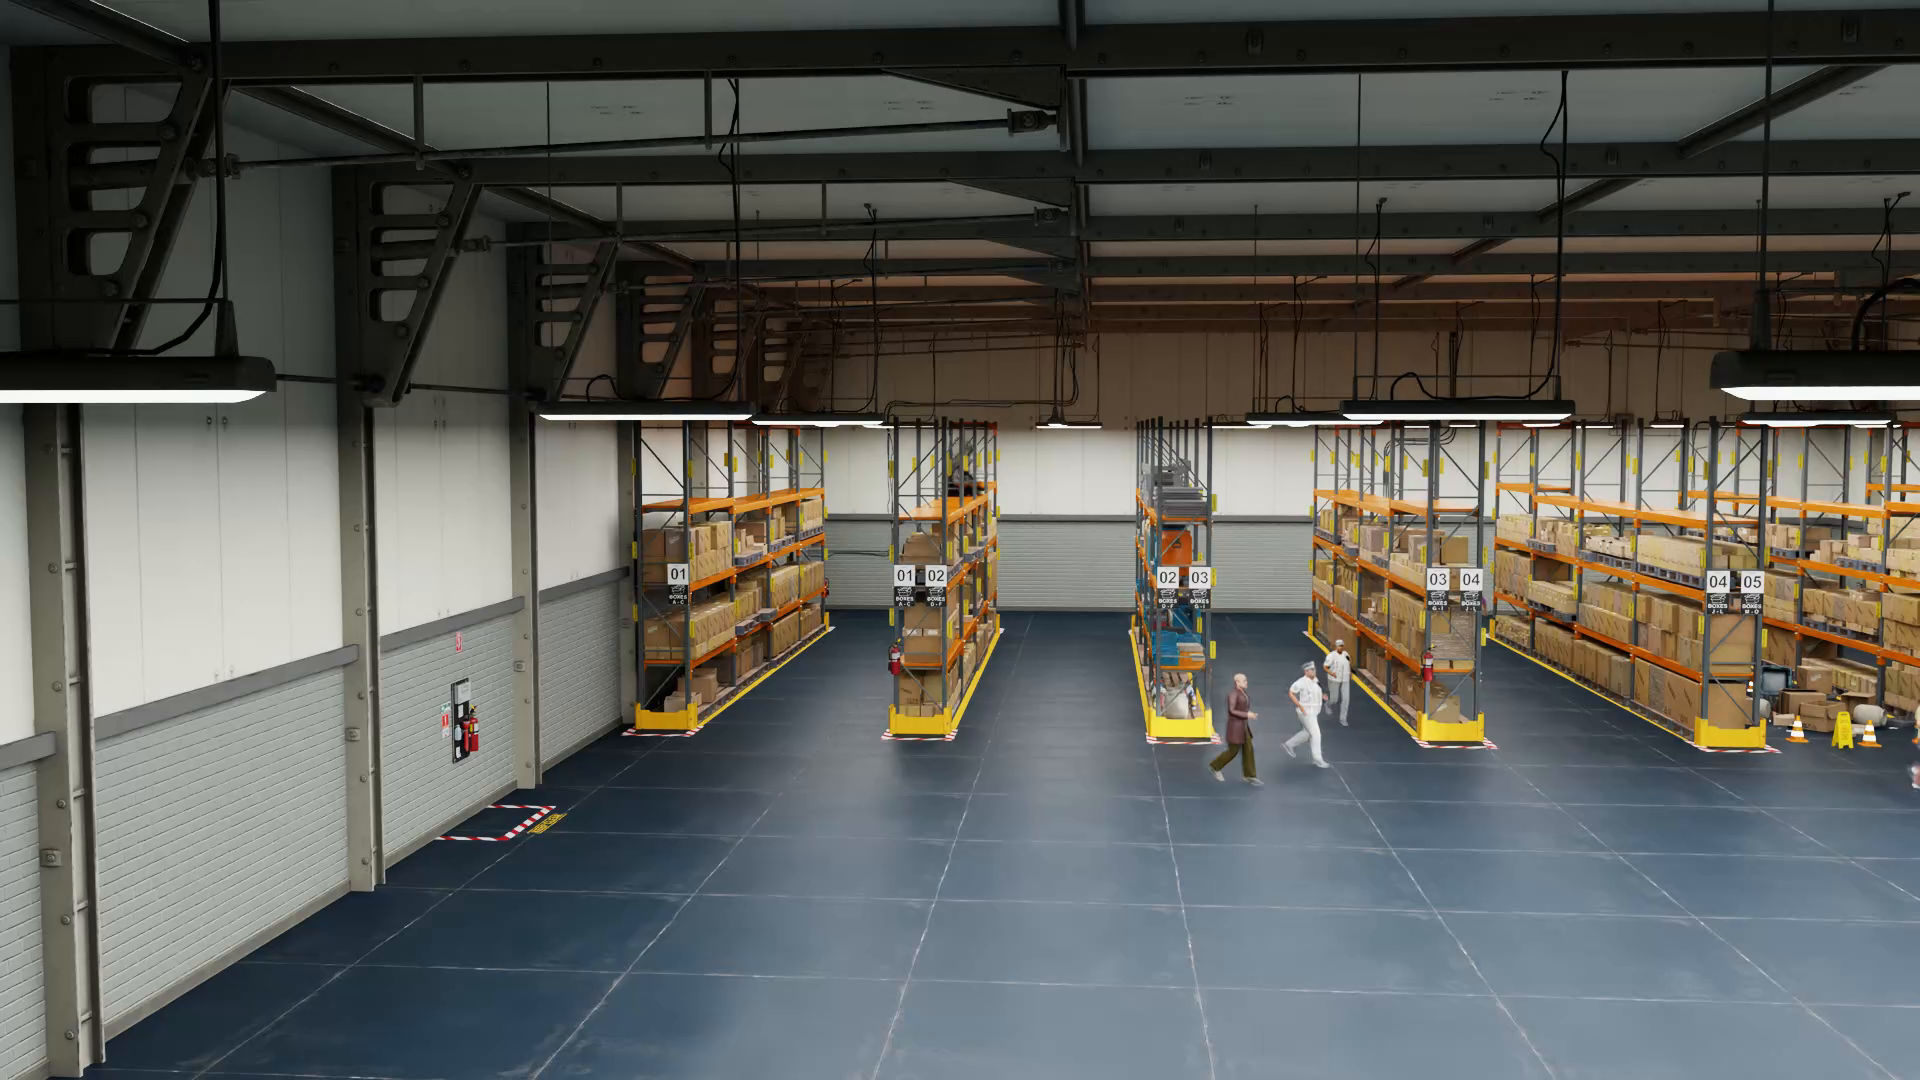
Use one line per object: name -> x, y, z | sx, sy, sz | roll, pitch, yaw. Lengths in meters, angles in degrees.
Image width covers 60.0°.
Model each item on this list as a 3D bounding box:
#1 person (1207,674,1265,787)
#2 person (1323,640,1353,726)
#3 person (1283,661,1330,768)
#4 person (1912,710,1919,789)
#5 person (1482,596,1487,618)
person -> 4.488, 3.066, 26.981 | 0.947, 1.807, 0.732 | 2, 4, 29
person -> 7.432, 2.783, 32.665 | 0.622, 1.676, 0.837 | -1, 4, -8
person -> 5.979, 2.974, 28.619 | 0.911, 1.795, 0.647 | 3, 5, 37
person -> 15.477, 3.180, 26.512 | 0.607, 1.641, 0.552 | -3, 5, -42
person -> 13.327, 2.033, 43.181 | 0.709, 1.766, 0.927 | 0, 4, 7
